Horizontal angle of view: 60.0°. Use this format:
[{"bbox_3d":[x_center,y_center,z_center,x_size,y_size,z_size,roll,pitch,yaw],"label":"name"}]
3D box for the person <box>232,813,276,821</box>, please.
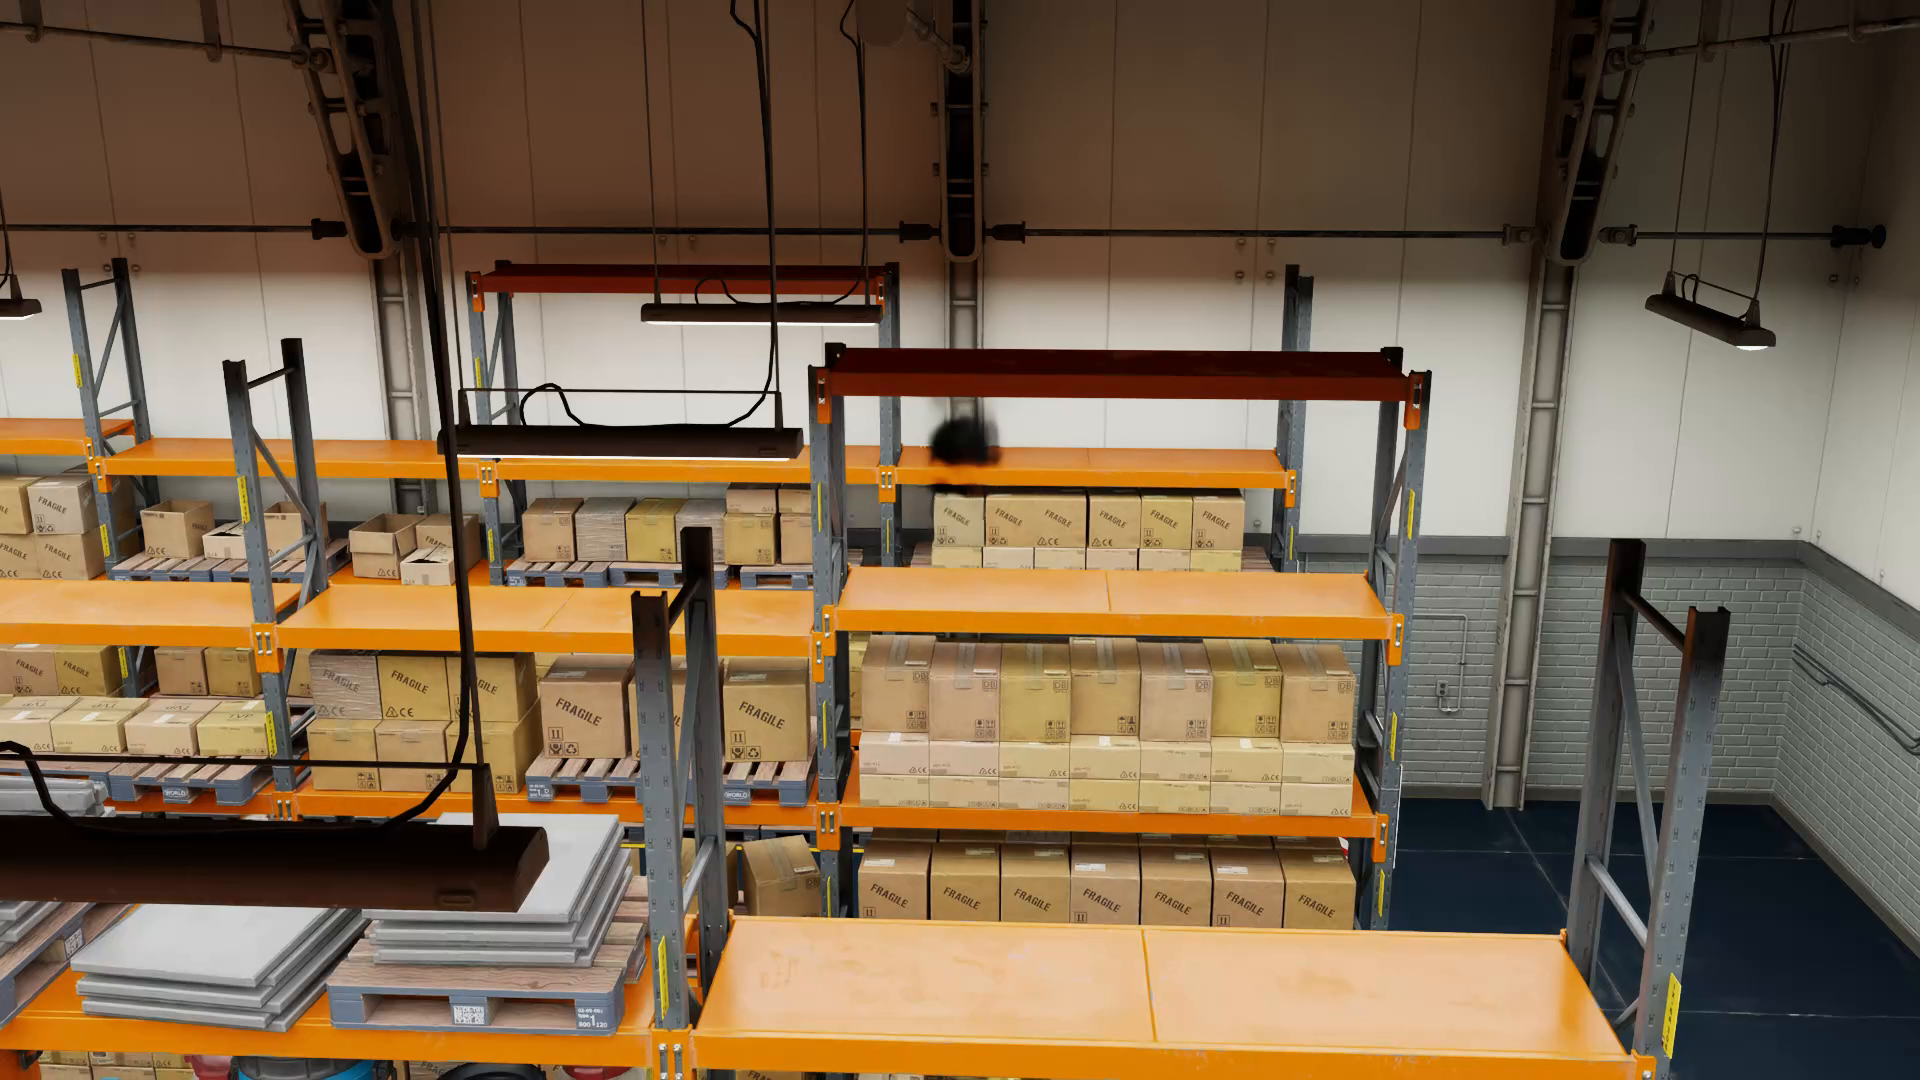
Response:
[{"bbox_3d":[-6.438,3.030,15.087,0.583,1.729,0.600,-2,16,-8],"label":"person"}]
